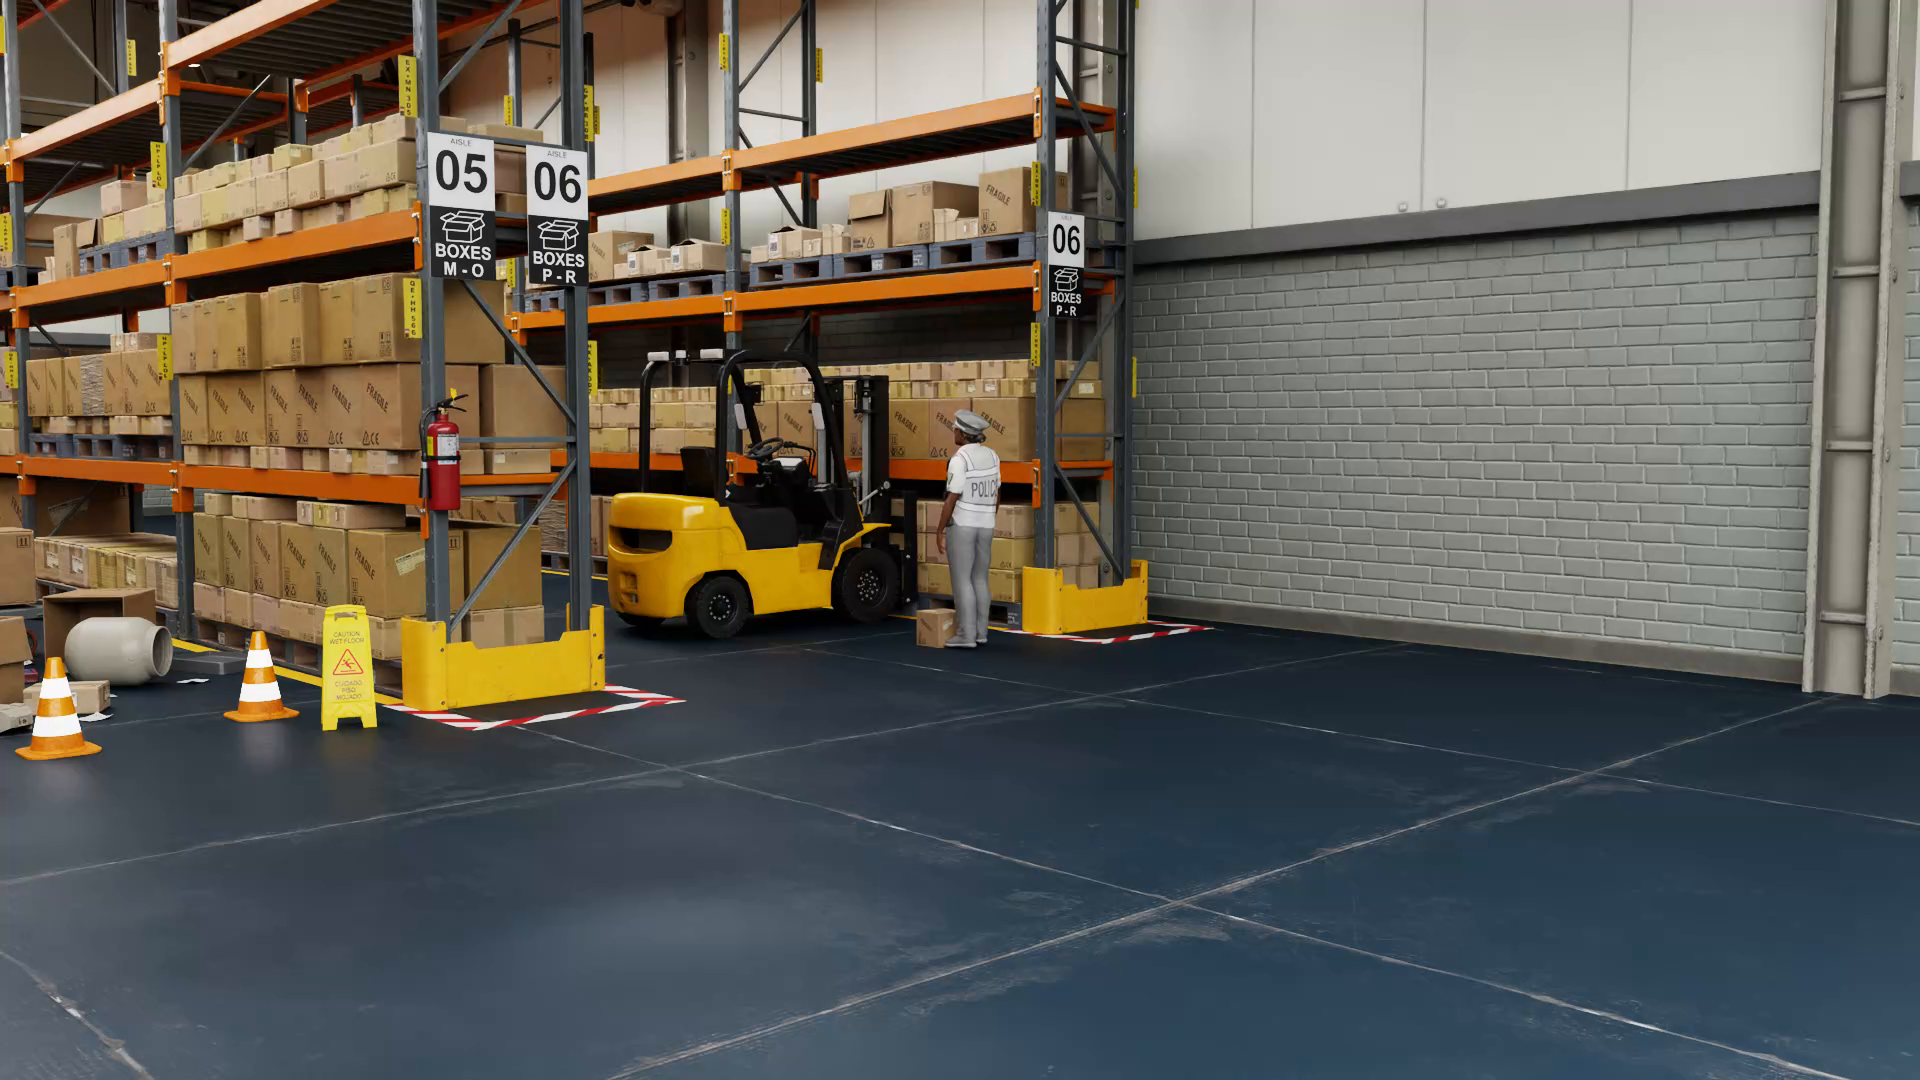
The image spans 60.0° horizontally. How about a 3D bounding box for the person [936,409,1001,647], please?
[{"bbox_3d":[0.027,-0.082,11.847,0.569,1.695,0.530,-4,6,-44],"label":"person"}]
